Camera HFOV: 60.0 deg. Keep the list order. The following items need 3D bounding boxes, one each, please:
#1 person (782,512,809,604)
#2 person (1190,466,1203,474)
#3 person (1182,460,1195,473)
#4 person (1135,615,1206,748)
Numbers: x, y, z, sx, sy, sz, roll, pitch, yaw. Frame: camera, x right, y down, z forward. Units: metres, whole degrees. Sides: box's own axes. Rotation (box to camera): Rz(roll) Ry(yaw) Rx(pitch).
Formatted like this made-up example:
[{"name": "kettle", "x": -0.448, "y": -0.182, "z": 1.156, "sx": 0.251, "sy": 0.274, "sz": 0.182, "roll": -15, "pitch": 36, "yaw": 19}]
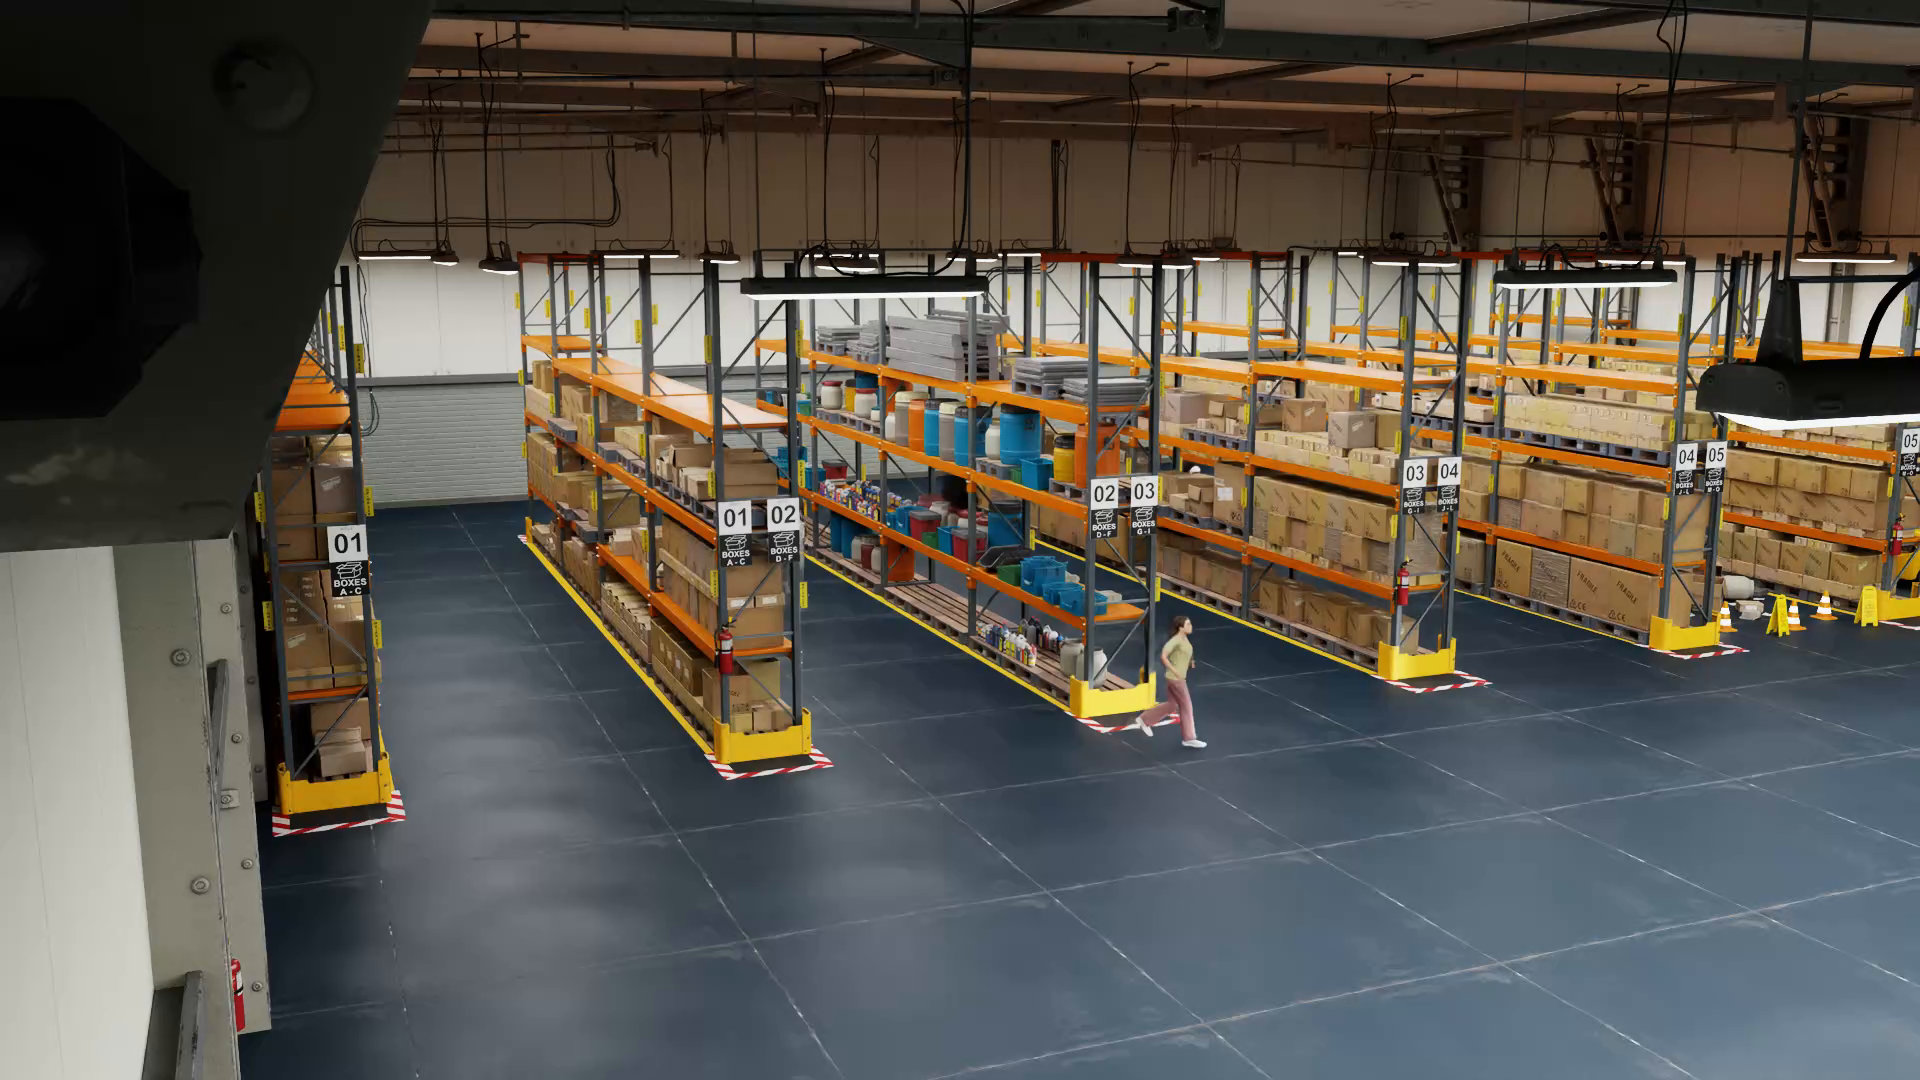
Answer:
[{"name": "person", "x": -2.804, "y": 0.151, "z": 27.941, "sx": 0.598, "sy": 1.779, "sz": 0.740, "roll": -6, "pitch": 12, "yaw": -28}, {"name": "person", "x": 4.793, "y": -0.627, "z": 33.661, "sx": 0.652, "sy": 1.729, "sz": 0.569, "roll": -6, "pitch": 12, "yaw": -31}, {"name": "person", "x": 5.737, "y": -2.051, "z": 41.679, "sx": 0.463, "sy": 1.645, "sz": 0.642, "roll": 6, "pitch": 12, "yaw": 29}, {"name": "person", "x": 2.672, "y": 1.734, "z": 20.859, "sx": 0.914, "sy": 1.646, "sz": 0.584, "roll": 3, "pitch": 11, "yaw": 17}]
